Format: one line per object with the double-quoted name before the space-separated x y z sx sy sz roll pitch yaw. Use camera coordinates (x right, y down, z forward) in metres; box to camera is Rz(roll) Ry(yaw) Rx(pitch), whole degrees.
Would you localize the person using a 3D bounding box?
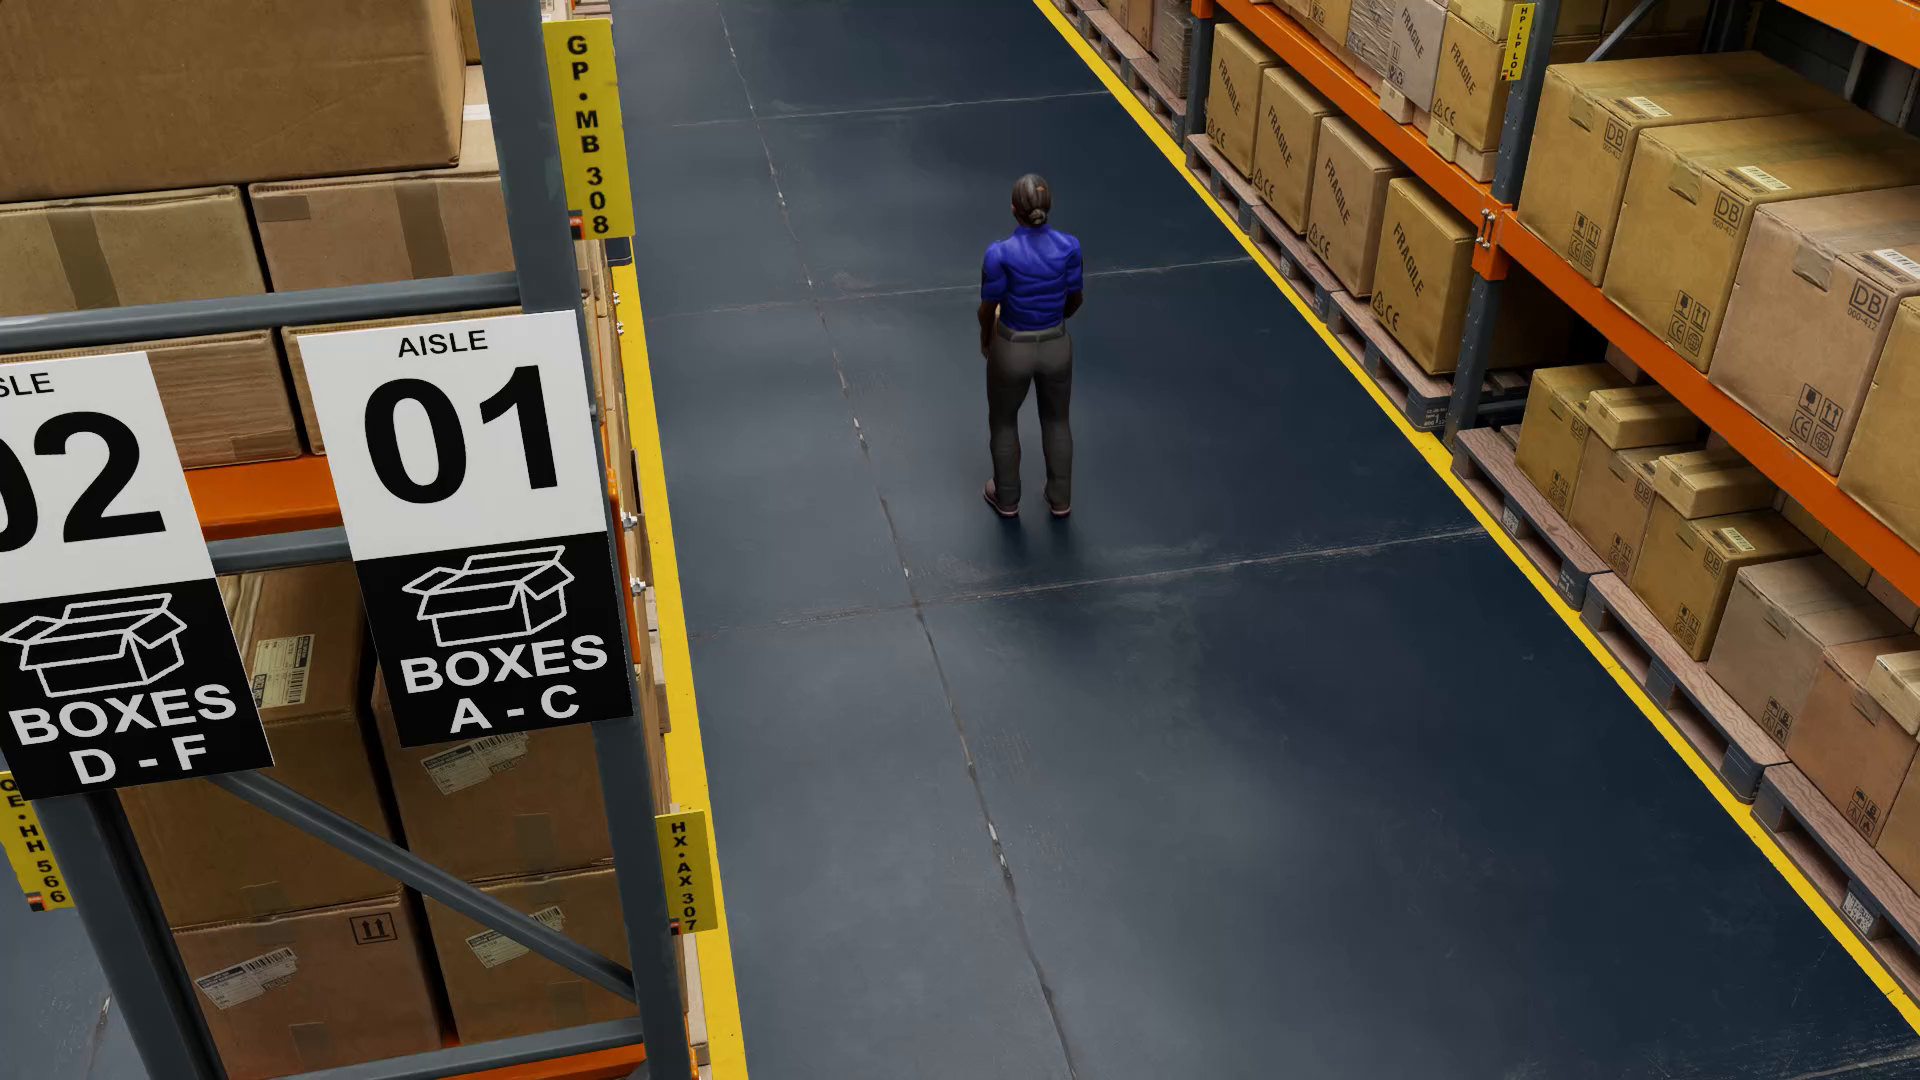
"person" 0.294 -0.836 7.375 0.525 1.639 0.402 -9 36 -13
